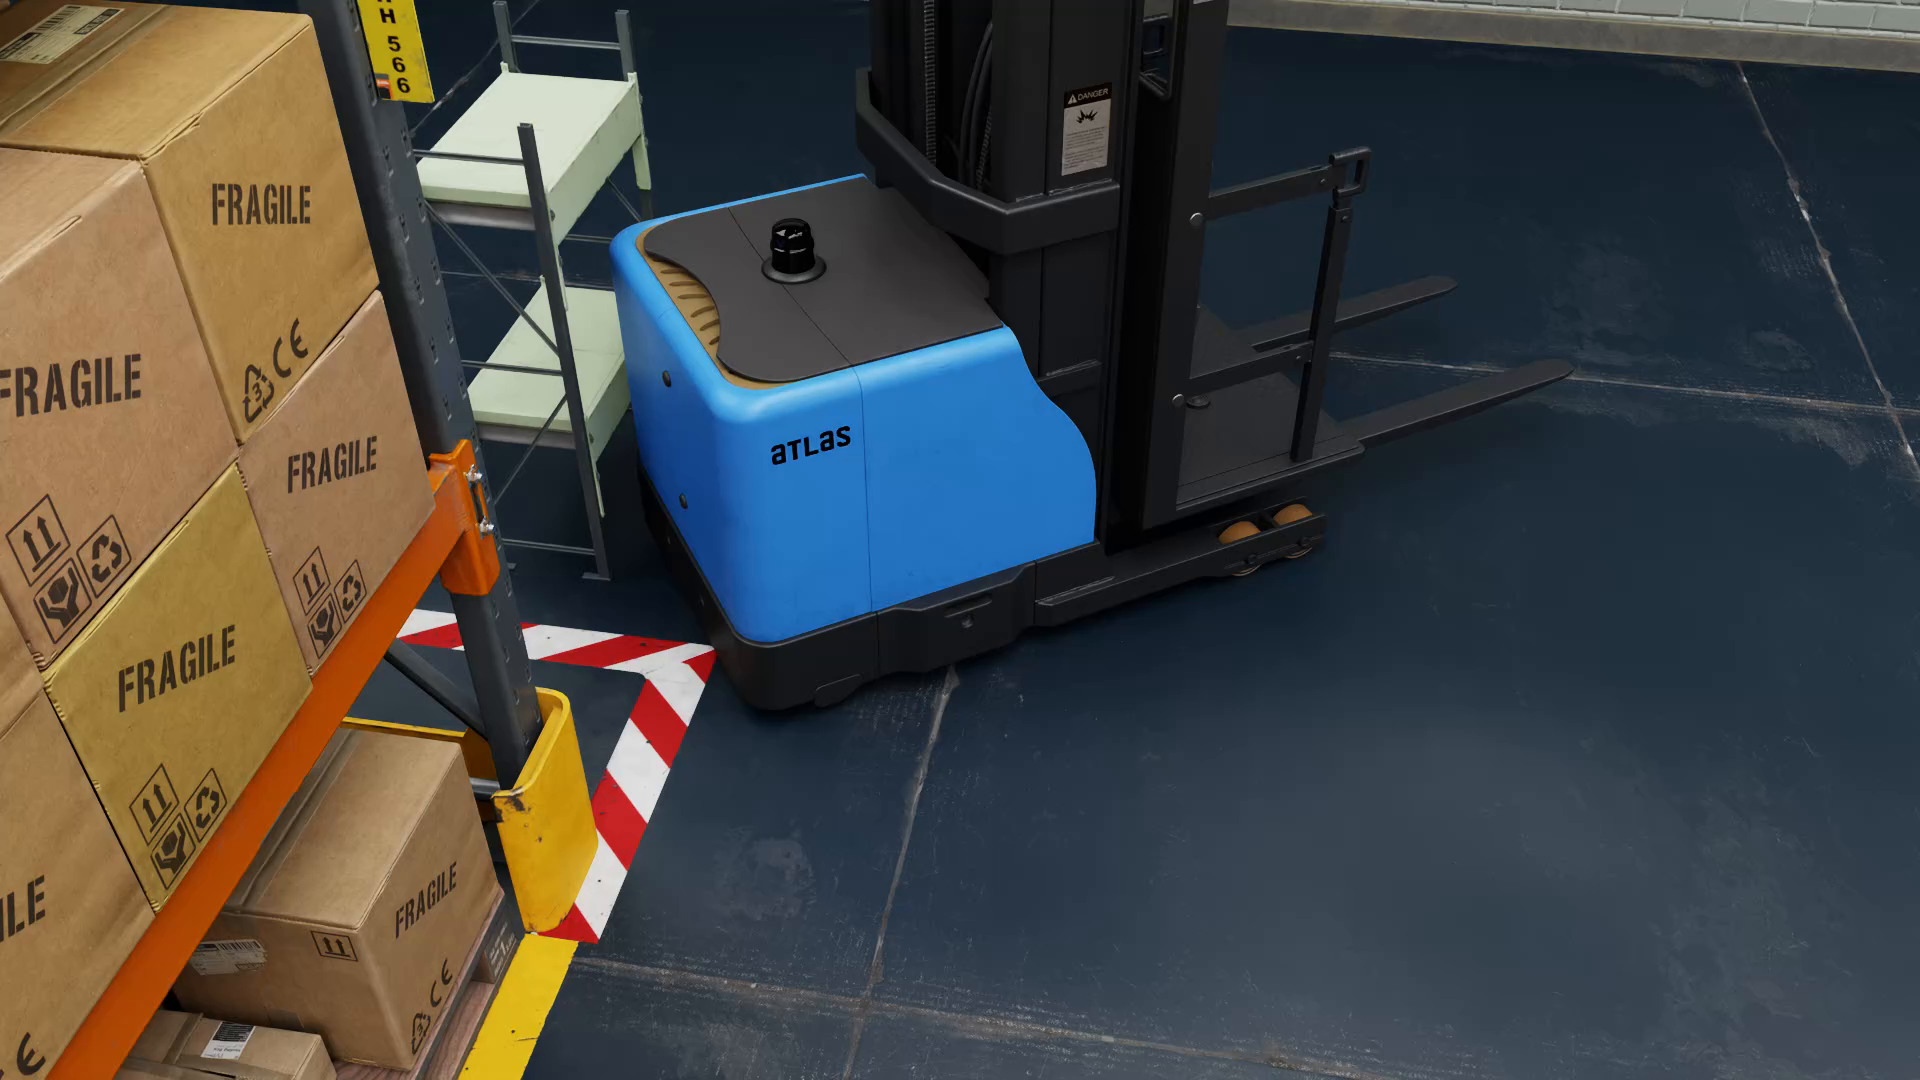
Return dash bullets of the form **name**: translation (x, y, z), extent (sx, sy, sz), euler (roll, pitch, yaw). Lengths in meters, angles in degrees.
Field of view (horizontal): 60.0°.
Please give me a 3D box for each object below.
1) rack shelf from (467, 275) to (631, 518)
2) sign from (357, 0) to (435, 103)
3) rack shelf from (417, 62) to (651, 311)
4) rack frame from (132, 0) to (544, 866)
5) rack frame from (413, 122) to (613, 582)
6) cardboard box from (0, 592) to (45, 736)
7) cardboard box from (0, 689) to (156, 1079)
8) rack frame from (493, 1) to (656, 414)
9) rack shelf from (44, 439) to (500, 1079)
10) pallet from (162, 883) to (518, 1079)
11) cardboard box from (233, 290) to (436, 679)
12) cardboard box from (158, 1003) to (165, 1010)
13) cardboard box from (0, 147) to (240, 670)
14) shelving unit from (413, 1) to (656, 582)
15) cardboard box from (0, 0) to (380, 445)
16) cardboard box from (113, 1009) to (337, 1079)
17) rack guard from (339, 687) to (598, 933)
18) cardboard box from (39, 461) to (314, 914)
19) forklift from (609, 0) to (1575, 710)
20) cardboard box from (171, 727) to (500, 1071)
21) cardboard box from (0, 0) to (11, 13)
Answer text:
- **rack shelf**: translation (-1.201, -0.457, 5.137), extent (0.431, 0.370, 0.720), euler (7, 40, 8)
- **sign**: translation (-0.973, -0.900, 2.827), extent (0.100, 0.325, 0.005), euler (6, 40, 8)
- **rack shelf**: translation (-1.201, -1.009, 4.680), extent (0.431, 0.370, 0.720), euler (7, 40, 8)
- **rack frame**: translation (-1.517, -0.405, 3.386), extent (1.000, 3.000, 0.127), euler (6, 40, 8)
- **rack frame**: translation (-1.266, -0.478, 4.652), extent (0.400, 1.500, 0.023), euler (7, 40, 8)
- **cardboard box**: translation (-1.494, 0.124, 1.883), extent (0.500, 0.500, 0.500), euler (7, 40, 9)
- **cardboard box**: translation (-1.504, 0.506, 2.206), extent (0.500, 0.500, 0.500), euler (7, 40, 8)
- **rack frame**: translation (-1.136, -0.937, 5.207), extent (0.400, 1.500, 0.023), euler (7, 40, 8)
- **rack shelf**: translation (-1.863, 1.127, 2.097), extent (1.077, 0.370, 4.000), euler (6, 40, 8)
- **pallet**: translation (-1.667, 1.218, 3.612), extent (1.003, 0.211, 1.213), euler (6, 40, 8)
- **cardboard box**: translation (-1.326, -0.133, 2.978), extent (0.500, 0.500, 0.500), euler (8, 40, 9)
- **cardboard box**: translation (-1.977, 1.109, 3.368), extent (0.500, 0.250, 0.500), euler (6, 40, 8)
- **cardboard box**: translation (-1.409, -0.202, 2.278), extent (0.500, 0.500, 0.500), euler (7, 40, 9)
- **shelving unit**: translation (-1.201, -0.708, 4.929), extent (0.431, 1.500, 0.755), euler (7, 40, 8)
- **cardboard box**: translation (-1.323, -0.519, 2.661), extent (0.500, 0.500, 0.500), euler (6, 40, 7)
- **cardboard box**: translation (-1.527, 1.130, 3.408), extent (0.380, 0.166, 0.250), euler (6, 40, 8)
- **rack guard**: translation (-1.530, 0.606, 4.125), extent (1.175, 0.500, 0.348), euler (6, 40, 8)
- **cardboard box**: translation (-1.412, 0.193, 2.584), extent (0.500, 0.500, 0.500), euler (7, 40, 8)
- **forklift**: translation (0.566, -1.305, 4.528), extent (3.031, 2.935, 1.130), euler (-17, 43, -20)
- **cardboard box**: translation (-1.368, 0.757, 3.597), extent (0.500, 0.500, 0.500), euler (6, 40, 8)
- **cardboard box**: translation (-1.853, -0.580, 2.734), extent (0.500, 0.500, 0.500), euler (8, 40, 9)
